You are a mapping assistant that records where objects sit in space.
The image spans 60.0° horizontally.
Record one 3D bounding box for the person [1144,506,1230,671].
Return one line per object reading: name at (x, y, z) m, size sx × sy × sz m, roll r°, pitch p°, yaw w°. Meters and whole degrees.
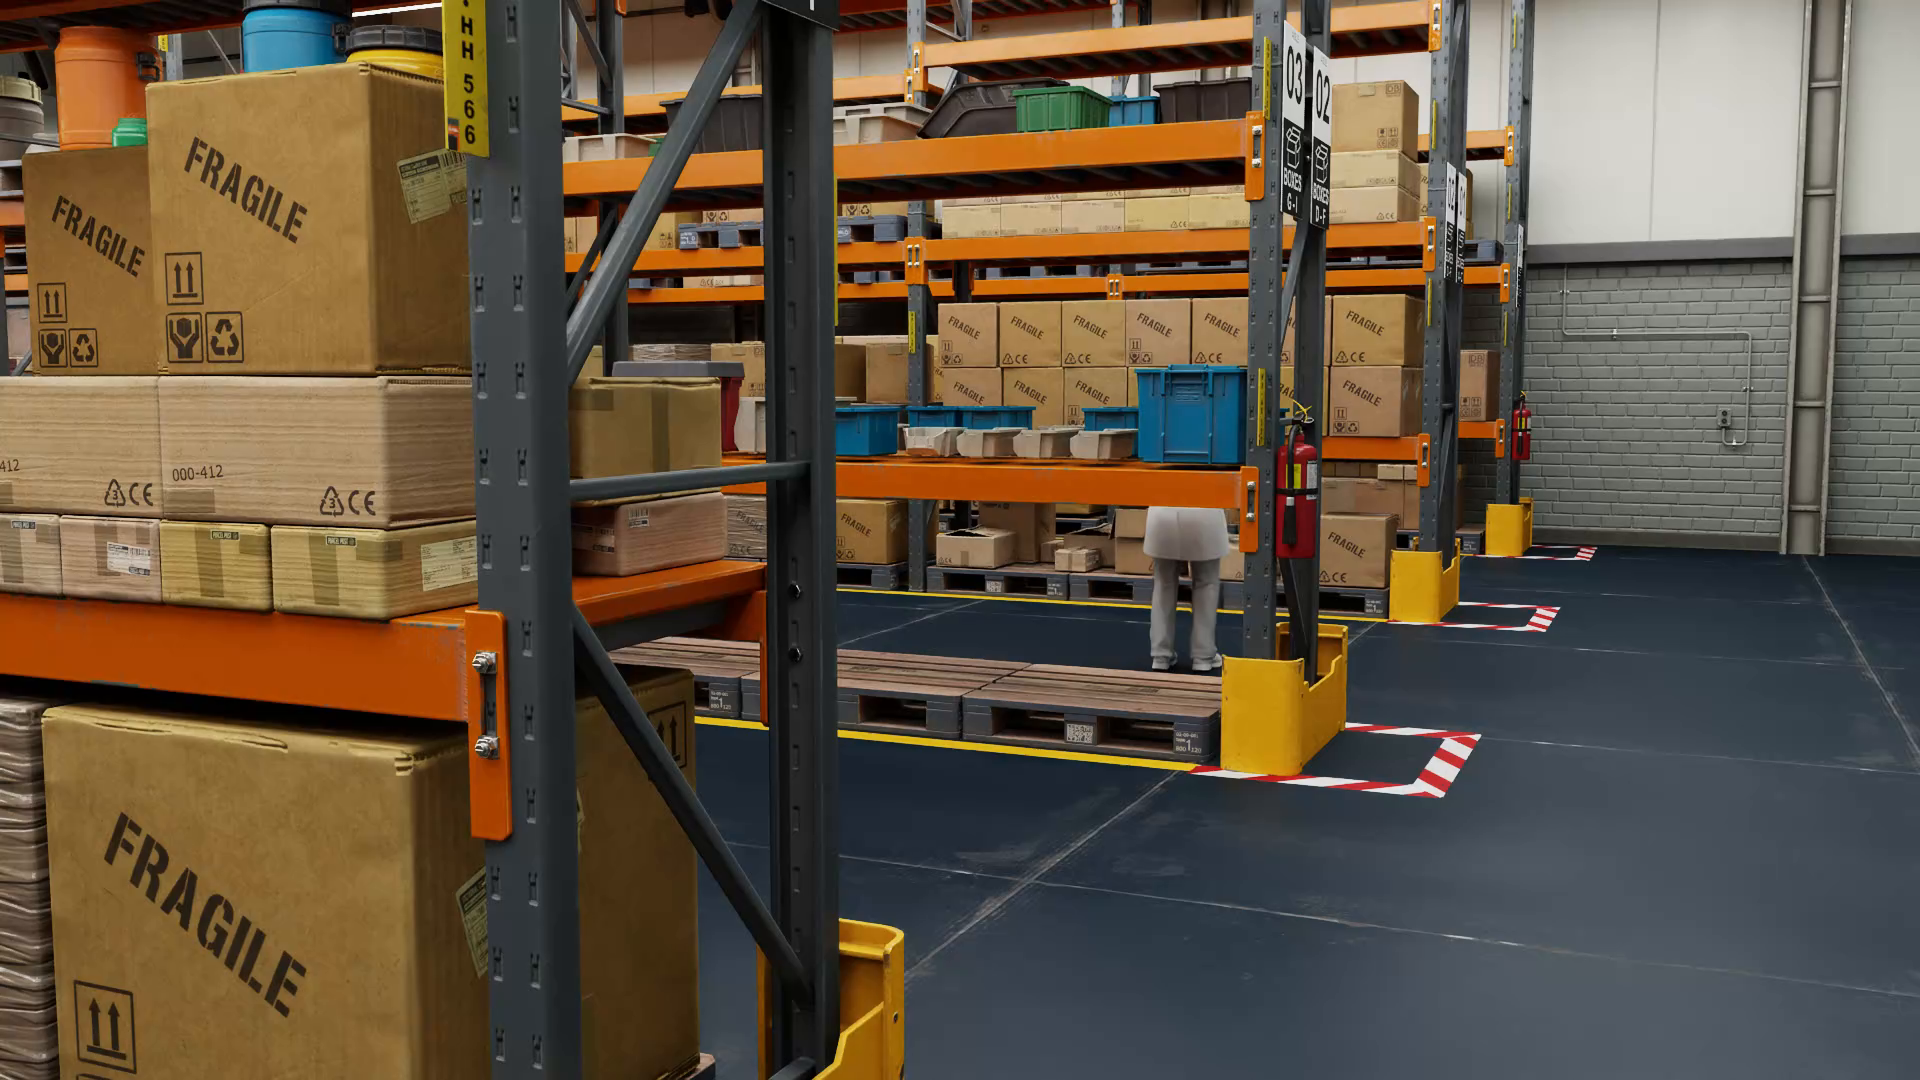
person at (1.359, -0.127, 9.836) m, size 0.527 × 1.775 × 0.556 m, roll 2°, pitch 6°, yaw 24°
